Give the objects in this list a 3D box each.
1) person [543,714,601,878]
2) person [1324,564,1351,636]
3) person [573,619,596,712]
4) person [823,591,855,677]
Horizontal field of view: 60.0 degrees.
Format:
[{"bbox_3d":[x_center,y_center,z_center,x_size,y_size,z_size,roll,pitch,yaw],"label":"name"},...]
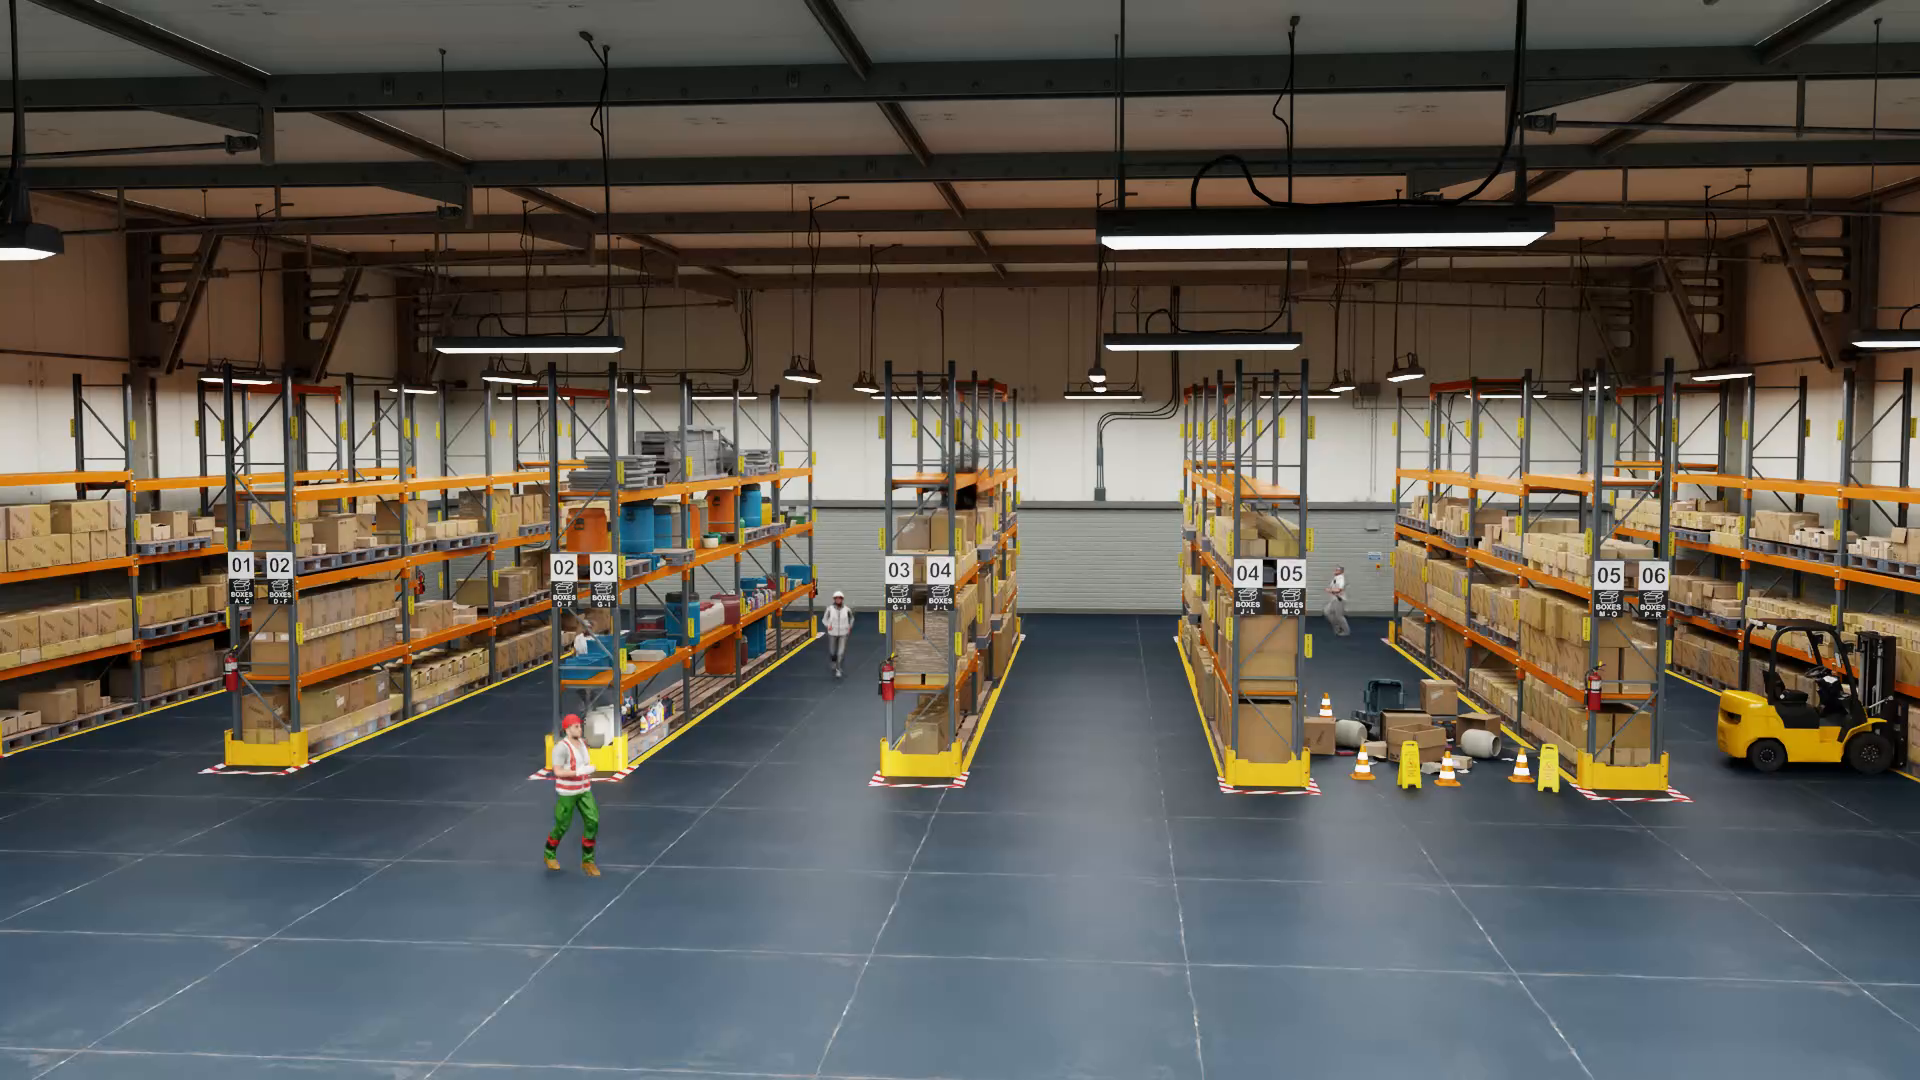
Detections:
[{"bbox_3d":[-4.361,2.877,18.679,0.819,1.860,0.649,2,4,32],"label":"person"},{"bbox_3d":[9.150,1.468,40.414,0.692,1.784,0.638,0,4,-1],"label":"person"},{"bbox_3d":[-6.598,2.224,29.369,0.628,1.670,0.546,1,4,10],"label":"person"},{"bbox_3d":[-2.470,1.907,33.897,0.660,1.729,0.658,0,4,-5],"label":"person"}]
